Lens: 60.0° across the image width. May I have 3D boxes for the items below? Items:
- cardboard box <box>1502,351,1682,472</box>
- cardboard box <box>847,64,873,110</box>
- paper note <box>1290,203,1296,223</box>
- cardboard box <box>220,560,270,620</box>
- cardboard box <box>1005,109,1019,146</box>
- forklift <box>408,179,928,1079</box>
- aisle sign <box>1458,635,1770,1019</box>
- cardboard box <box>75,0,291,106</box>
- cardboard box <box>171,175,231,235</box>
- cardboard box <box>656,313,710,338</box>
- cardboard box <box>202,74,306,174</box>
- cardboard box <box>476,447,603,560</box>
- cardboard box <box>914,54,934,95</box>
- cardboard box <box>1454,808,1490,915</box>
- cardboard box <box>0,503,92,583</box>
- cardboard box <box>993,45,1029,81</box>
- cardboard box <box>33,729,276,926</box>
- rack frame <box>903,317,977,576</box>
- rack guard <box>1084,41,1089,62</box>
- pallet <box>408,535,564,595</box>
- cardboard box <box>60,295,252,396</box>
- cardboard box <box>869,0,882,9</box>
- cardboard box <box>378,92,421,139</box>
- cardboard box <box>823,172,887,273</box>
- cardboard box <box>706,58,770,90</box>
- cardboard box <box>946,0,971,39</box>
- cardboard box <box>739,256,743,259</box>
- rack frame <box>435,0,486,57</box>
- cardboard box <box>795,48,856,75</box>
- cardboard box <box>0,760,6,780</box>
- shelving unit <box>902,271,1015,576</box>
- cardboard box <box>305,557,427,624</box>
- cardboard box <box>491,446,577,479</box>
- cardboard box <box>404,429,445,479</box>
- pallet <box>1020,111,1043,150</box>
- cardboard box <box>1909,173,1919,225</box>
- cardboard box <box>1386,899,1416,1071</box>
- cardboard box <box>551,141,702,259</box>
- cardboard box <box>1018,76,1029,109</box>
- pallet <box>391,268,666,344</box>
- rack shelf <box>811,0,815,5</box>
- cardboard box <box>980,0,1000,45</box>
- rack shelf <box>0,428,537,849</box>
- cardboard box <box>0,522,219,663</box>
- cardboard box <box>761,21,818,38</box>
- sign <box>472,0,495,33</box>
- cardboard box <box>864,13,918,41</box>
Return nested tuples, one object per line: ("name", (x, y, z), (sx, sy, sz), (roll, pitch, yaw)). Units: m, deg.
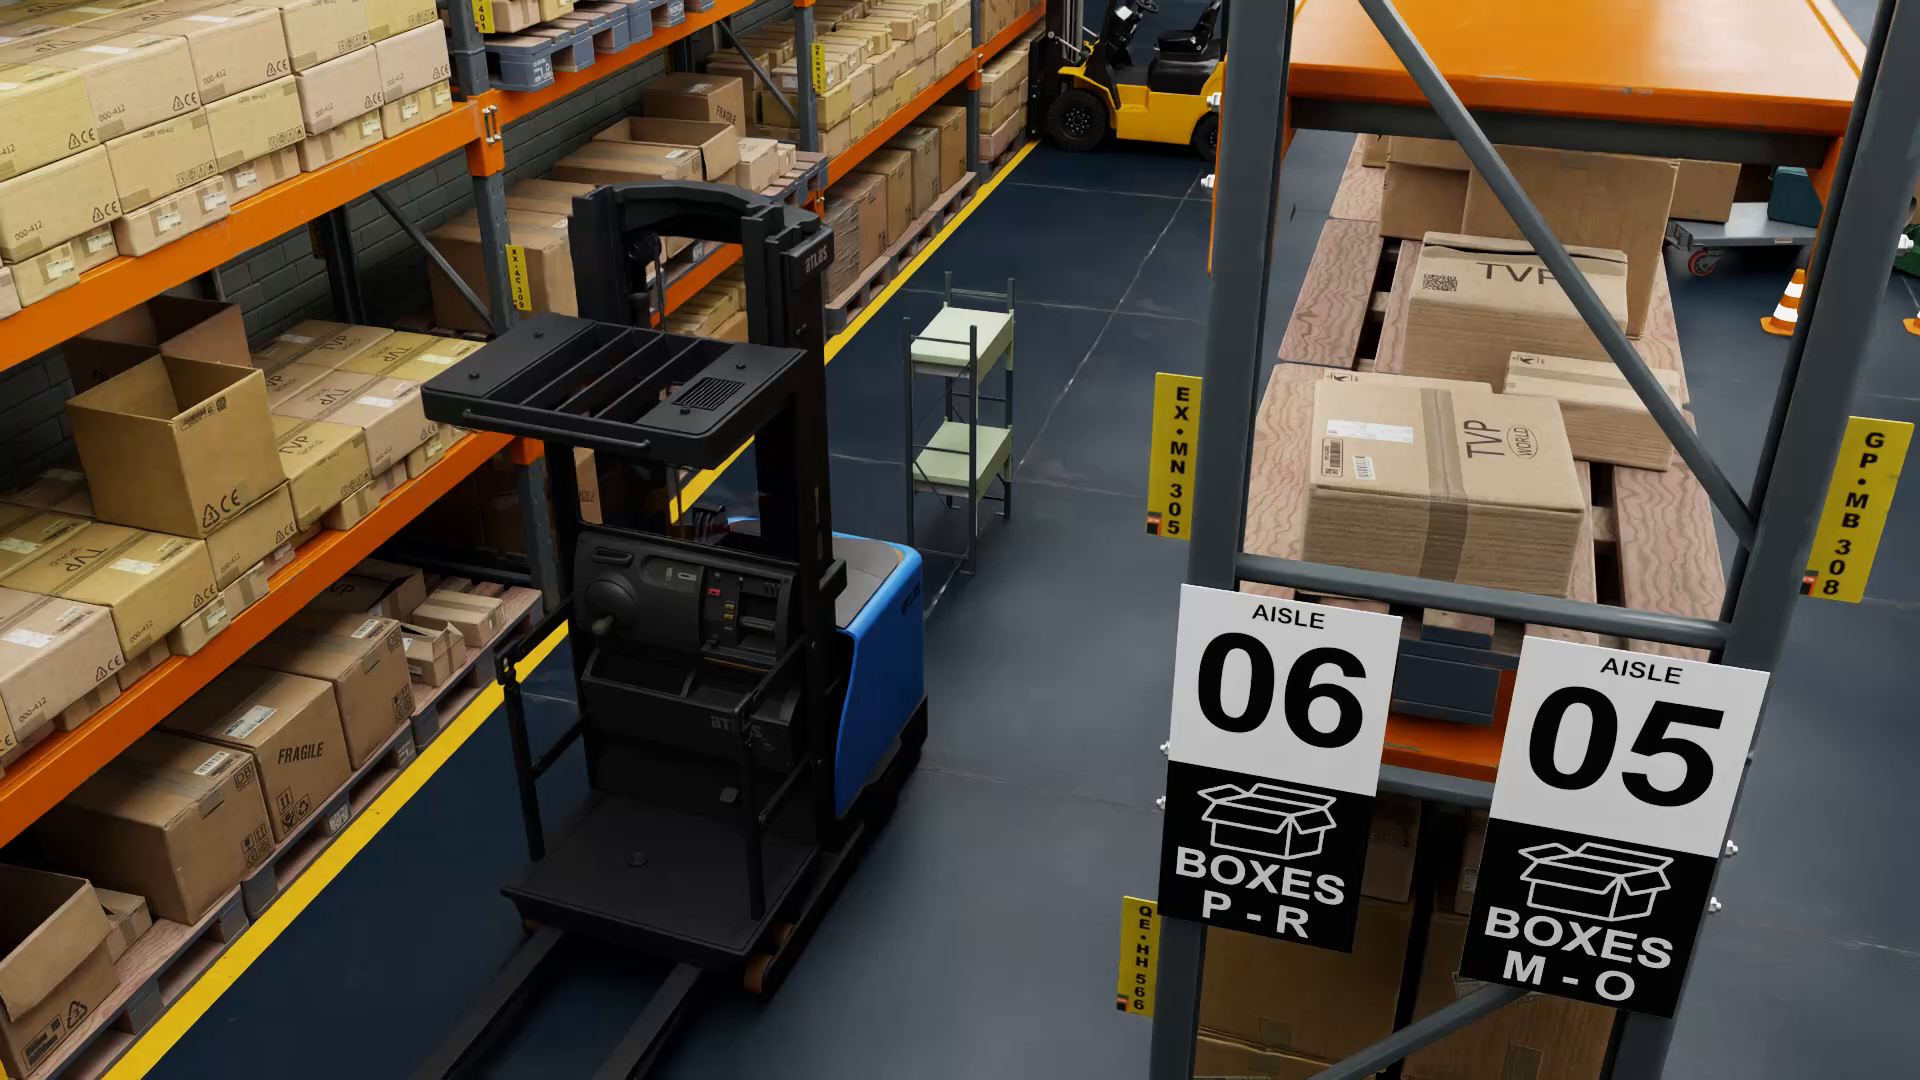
("cardboard box", (1.449, -0.301, 3.844), (0.380, 0.149, 0.250), (10, 30, 17))
("cardboard box", (-0.976, -3.381, 12.383), (0.500, 0.250, 0.500), (9, 30, 16))
("paper note", (0.970, -0.955, 4.860), (0.006, 0.032, 0.123), (9, 30, 15))
("cardboard box", (-2.994, 0.173, 6.613), (0.380, 0.149, 0.250), (9, 30, 16))
("cardboard box", (0.279, -4.081, 16.397), (0.500, 0.250, 0.500), (8, 30, 14))
("forklift", (-1.146, 0.278, 6.235), (1.130, 2.935, 3.031), (10, 31, 18))
("aisle sign", (1.166, 0.539, 3.022), (0.394, 0.787, 0.004), (8, 30, 15))
("cardboard box", (-2.877, -1.819, 6.183), (0.500, 0.250, 0.500), (9, 30, 16))
("cardboard box", (-2.909, -1.238, 6.062), (0.380, 0.149, 0.250), (9, 30, 16))
("cardboard box", (-1.807, -1.321, 10.512), (0.380, 0.149, 0.250), (7, 30, 12))
("cardboard box", (-2.868, -1.601, 6.306), (0.500, 0.250, 0.500), (9, 30, 16))
("cardboard box", (-2.305, -0.249, 9.252), (0.500, 0.500, 0.500), (10, 31, 17))
("cardboard box", (-0.529, -3.886, 13.803), (0.500, 0.250, 0.500), (9, 30, 15))
("cardboard box", (1.279, 0.710, 3.589), (0.380, 0.149, 0.250), (9, 30, 16))
("cardboard box", (-3.652, 0.108, 6.318), (0.500, 0.250, 0.500), (9, 30, 16))
("cardboard box", (0.423, -4.751, 16.573), (0.500, 0.250, 0.500), (10, 30, 17))
("cardboard box", (-3.278, 1.140, 6.755), (0.700, 0.500, 0.500), (10, 31, 17))
("rack frame", (-0.105, -0.488, 9.085), (0.400, 1.500, 0.023), (8, 30, 15))
("rack guard", (0.867, -5.461, 19.053), (1.175, 0.500, 0.348), (8, 30, 15))
("pallet", (-2.459, -0.130, 9.767), (1.003, 0.211, 1.213), (8, 30, 15))
("cardboard box", (-3.353, -0.704, 7.006), (0.500, 0.500, 0.500), (8, 30, 13))
("cardboard box", (-0.880, -4.523, 14.025), (0.380, 0.149, 0.250), (8, 30, 14))
("cardboard box", (-2.560, -1.844, 7.152), (0.380, 0.149, 0.250), (8, 30, 15))
("cardboard box", (-1.107, -2.563, 13.282), (0.875, 0.625, 0.625), (9, 30, 17))
("cardboard box", (-1.586, -3.332, 11.883), (0.380, 0.149, 0.250), (9, 30, 16))
("cardboard box", (-0.214, -4.572, 14.523), (0.500, 0.250, 0.500), (8, 30, 14))
("cardboard box", (-1.391, -1.933, 11.612), (0.380, 0.149, 0.250), (7, 30, 12))
("rack frame", (-2.662, -3.587, 6.942), (1.000, 3.000, 0.127), (8, 30, 15))
("cardboard box", (-0.985, -3.505, 12.195), (0.380, 0.149, 0.250), (9, 30, 16))
("cardboard box", (-3.447, 0.765, 5.548), (0.380, 0.149, 0.250), (9, 30, 16))
("shelving unit", (0.002, -0.659, 9.391), (0.431, 1.500, 0.755), (8, 30, 15))
("cardboard box", (-3.082, 0.299, 8.461), (0.500, 0.311, 0.500), (10, 30, 17))
("cardboard box", (-2.302, -0.469, 8.980), (0.380, 0.149, 0.250), (10, 31, 17))
("cardboard box", (-2.623, -0.423, 7.684), (0.380, 0.149, 0.250), (9, 30, 16))
("pallet", (0.316, -4.397, 17.437), (1.003, 0.211, 1.213), (8, 30, 15))
("cardboard box", (8.669, -3.094, 14.795), (0.500, 0.500, 0.500), (14, 32, 23))
("cardboard box", (1.447, 1.135, 4.521), (0.500, 0.500, 0.500), (8, 30, 14))
("cardboard box", (-1.924, -1.991, 9.709), (0.700, 0.500, 0.500), (8, 30, 15))
("cardboard box", (0.428, -4.531, 16.691), (0.500, 0.250, 0.500), (8, 30, 14))
("pallet", (-2.323, -1.238, 9.087), (1.003, 0.211, 1.213), (8, 30, 15))
("rack shelf", (-0.901, -4.750, 12.858), (1.077, 0.370, 4.000), (8, 30, 15))
("cardboard box", (0.066, -4.896, 15.363), (0.500, 0.500, 0.500), (8, 30, 13))
("rack shelf", (-3.249, 0.278, 6.904), (1.077, 0.370, 4.000), (8, 30, 15))
("cardboard box", (-3.152, 0.186, 6.178), (0.500, 0.250, 0.500), (8, 30, 14))
("cardboard box", (-1.332, -3.943, 12.983), (0.380, 0.149, 0.250), (8, 30, 14))
("sign", (-2.141, -2.429, 7.413), (0.100, 0.325, 0.005), (8, 30, 15))
("cardboard box", (-0.552, -4.088, 13.243), (0.380, 0.149, 0.250), (8, 30, 14))
